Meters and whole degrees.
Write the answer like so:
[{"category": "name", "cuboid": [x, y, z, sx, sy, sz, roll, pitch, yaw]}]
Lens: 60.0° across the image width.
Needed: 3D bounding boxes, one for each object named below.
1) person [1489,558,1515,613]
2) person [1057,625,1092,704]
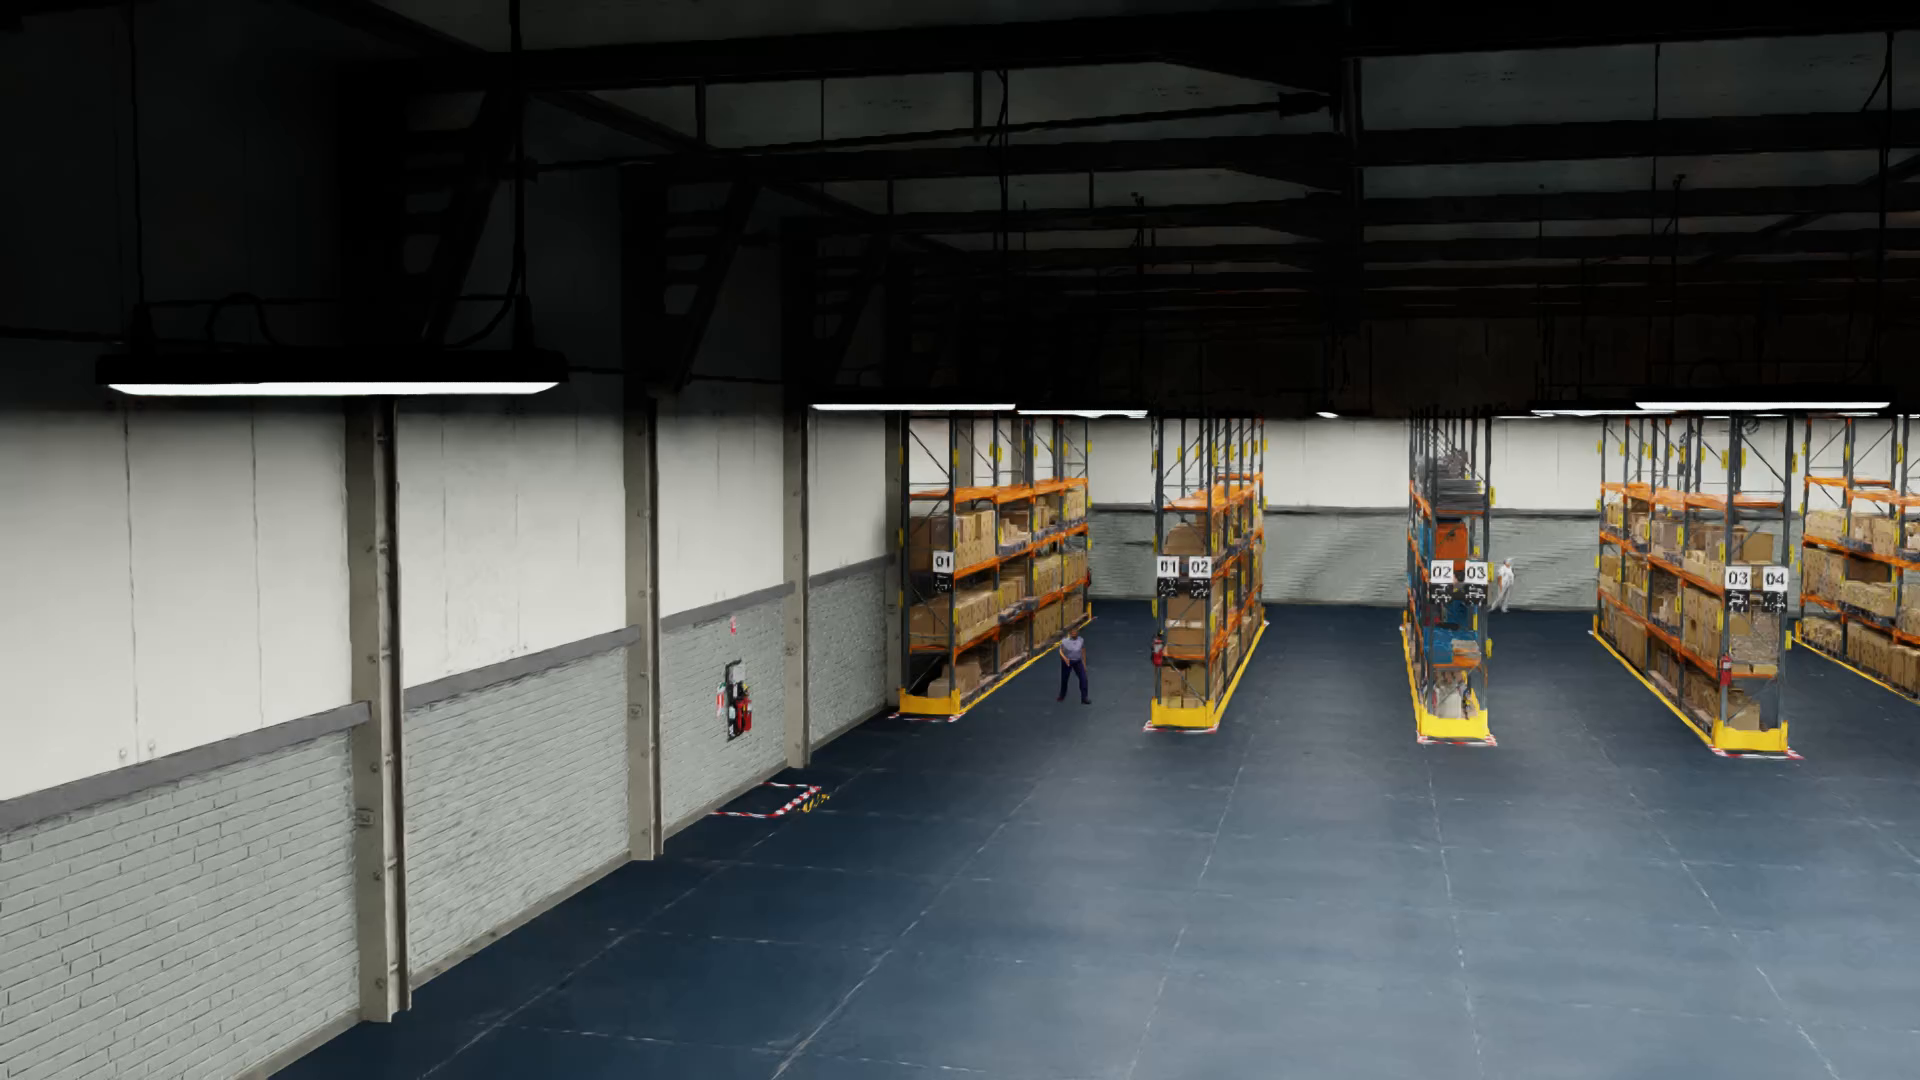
[{"category": "person", "cuboid": [16.124, 1.350, 49.477, 0.668, 1.656, 0.536, -2, 5, -27]}, {"category": "person", "cuboid": [2.309, 2.501, 33.779, 0.647, 1.577, 0.821, 0, 4, -4]}]
